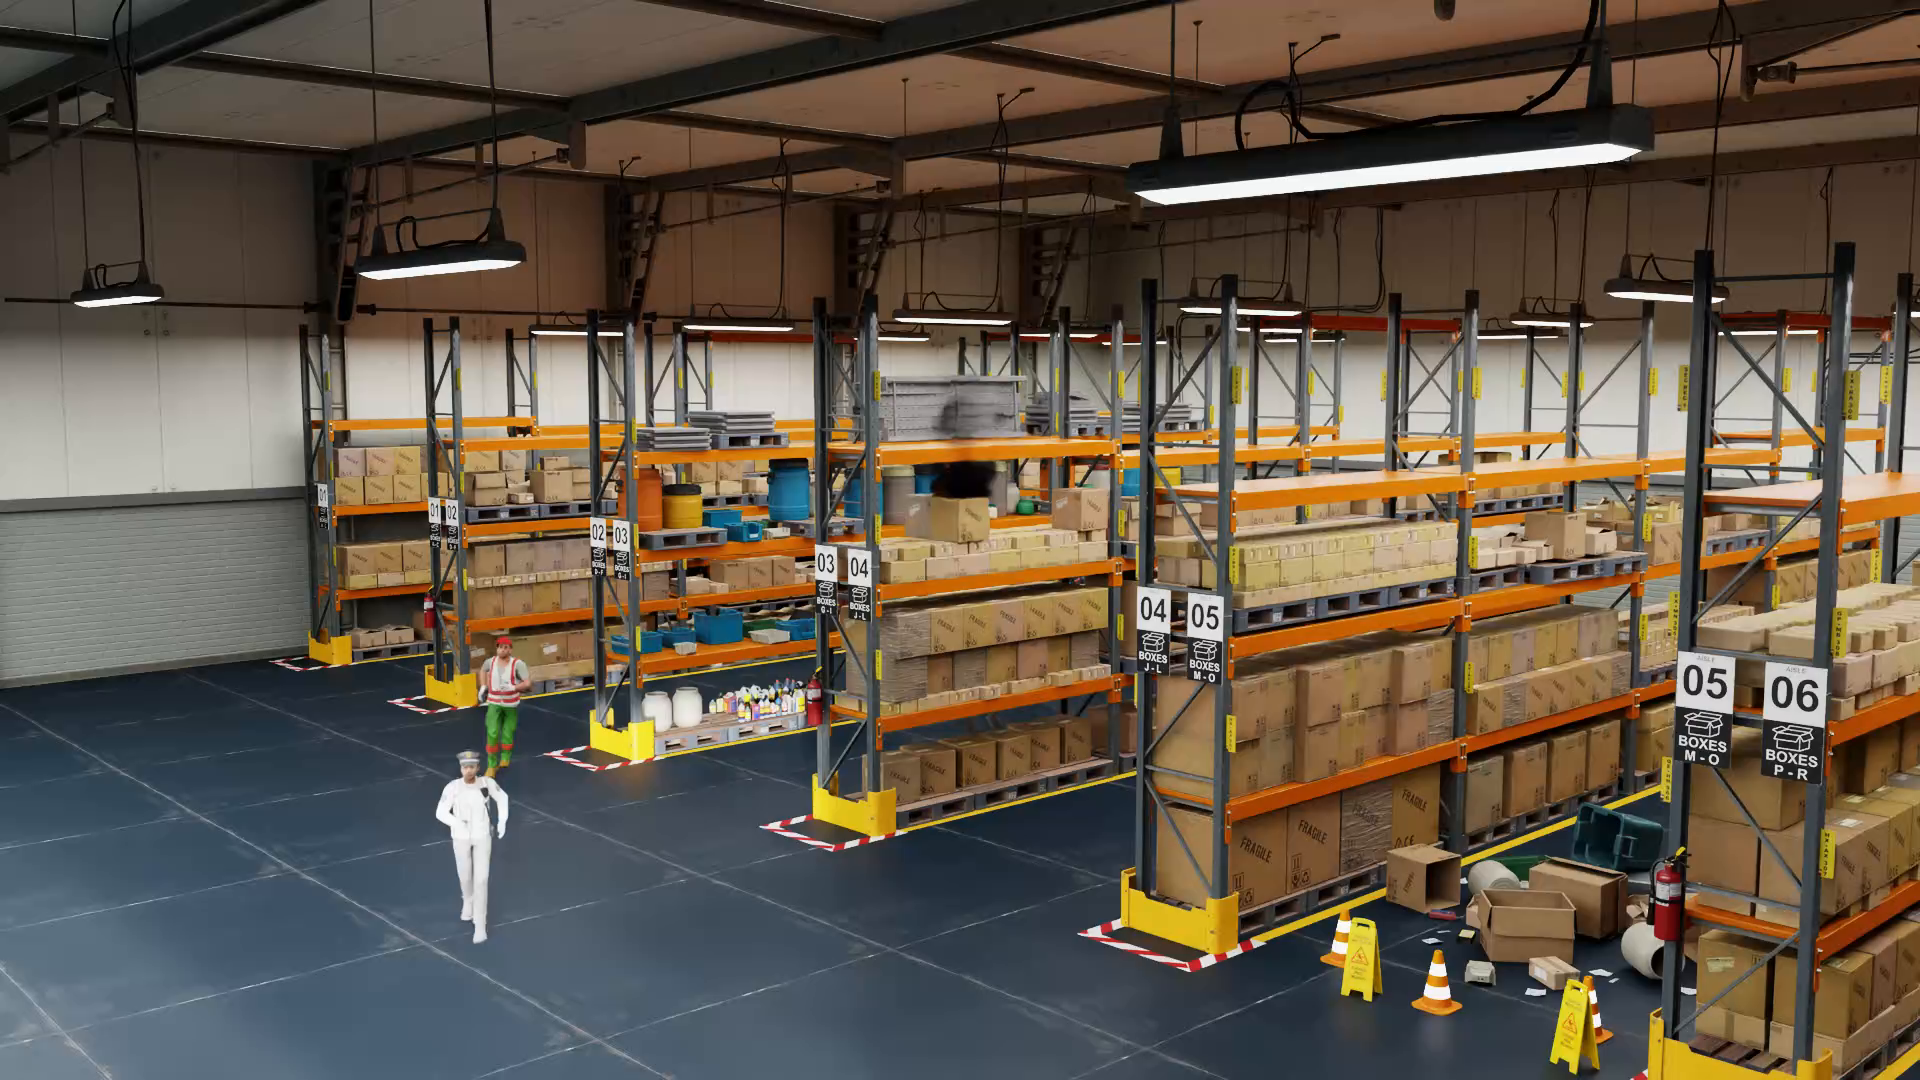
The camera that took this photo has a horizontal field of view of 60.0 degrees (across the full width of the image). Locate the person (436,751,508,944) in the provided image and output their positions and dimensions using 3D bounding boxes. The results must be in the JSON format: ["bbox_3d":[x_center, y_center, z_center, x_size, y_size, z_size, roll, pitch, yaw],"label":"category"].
[{"bbox_3d":[-4.500,2.778,15.367,0.627,1.744,0.794,-1,6,-13],"label":"person"}]

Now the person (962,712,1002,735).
[{"bbox_3d":[0.294,2.058,22.551,0.542,1.749,0.730,5,8,40],"label":"person"}]

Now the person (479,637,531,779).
[{"bbox_3d":[-5.819,2.126,21.288,0.663,1.816,0.725,-1,6,-10],"label":"person"}]
